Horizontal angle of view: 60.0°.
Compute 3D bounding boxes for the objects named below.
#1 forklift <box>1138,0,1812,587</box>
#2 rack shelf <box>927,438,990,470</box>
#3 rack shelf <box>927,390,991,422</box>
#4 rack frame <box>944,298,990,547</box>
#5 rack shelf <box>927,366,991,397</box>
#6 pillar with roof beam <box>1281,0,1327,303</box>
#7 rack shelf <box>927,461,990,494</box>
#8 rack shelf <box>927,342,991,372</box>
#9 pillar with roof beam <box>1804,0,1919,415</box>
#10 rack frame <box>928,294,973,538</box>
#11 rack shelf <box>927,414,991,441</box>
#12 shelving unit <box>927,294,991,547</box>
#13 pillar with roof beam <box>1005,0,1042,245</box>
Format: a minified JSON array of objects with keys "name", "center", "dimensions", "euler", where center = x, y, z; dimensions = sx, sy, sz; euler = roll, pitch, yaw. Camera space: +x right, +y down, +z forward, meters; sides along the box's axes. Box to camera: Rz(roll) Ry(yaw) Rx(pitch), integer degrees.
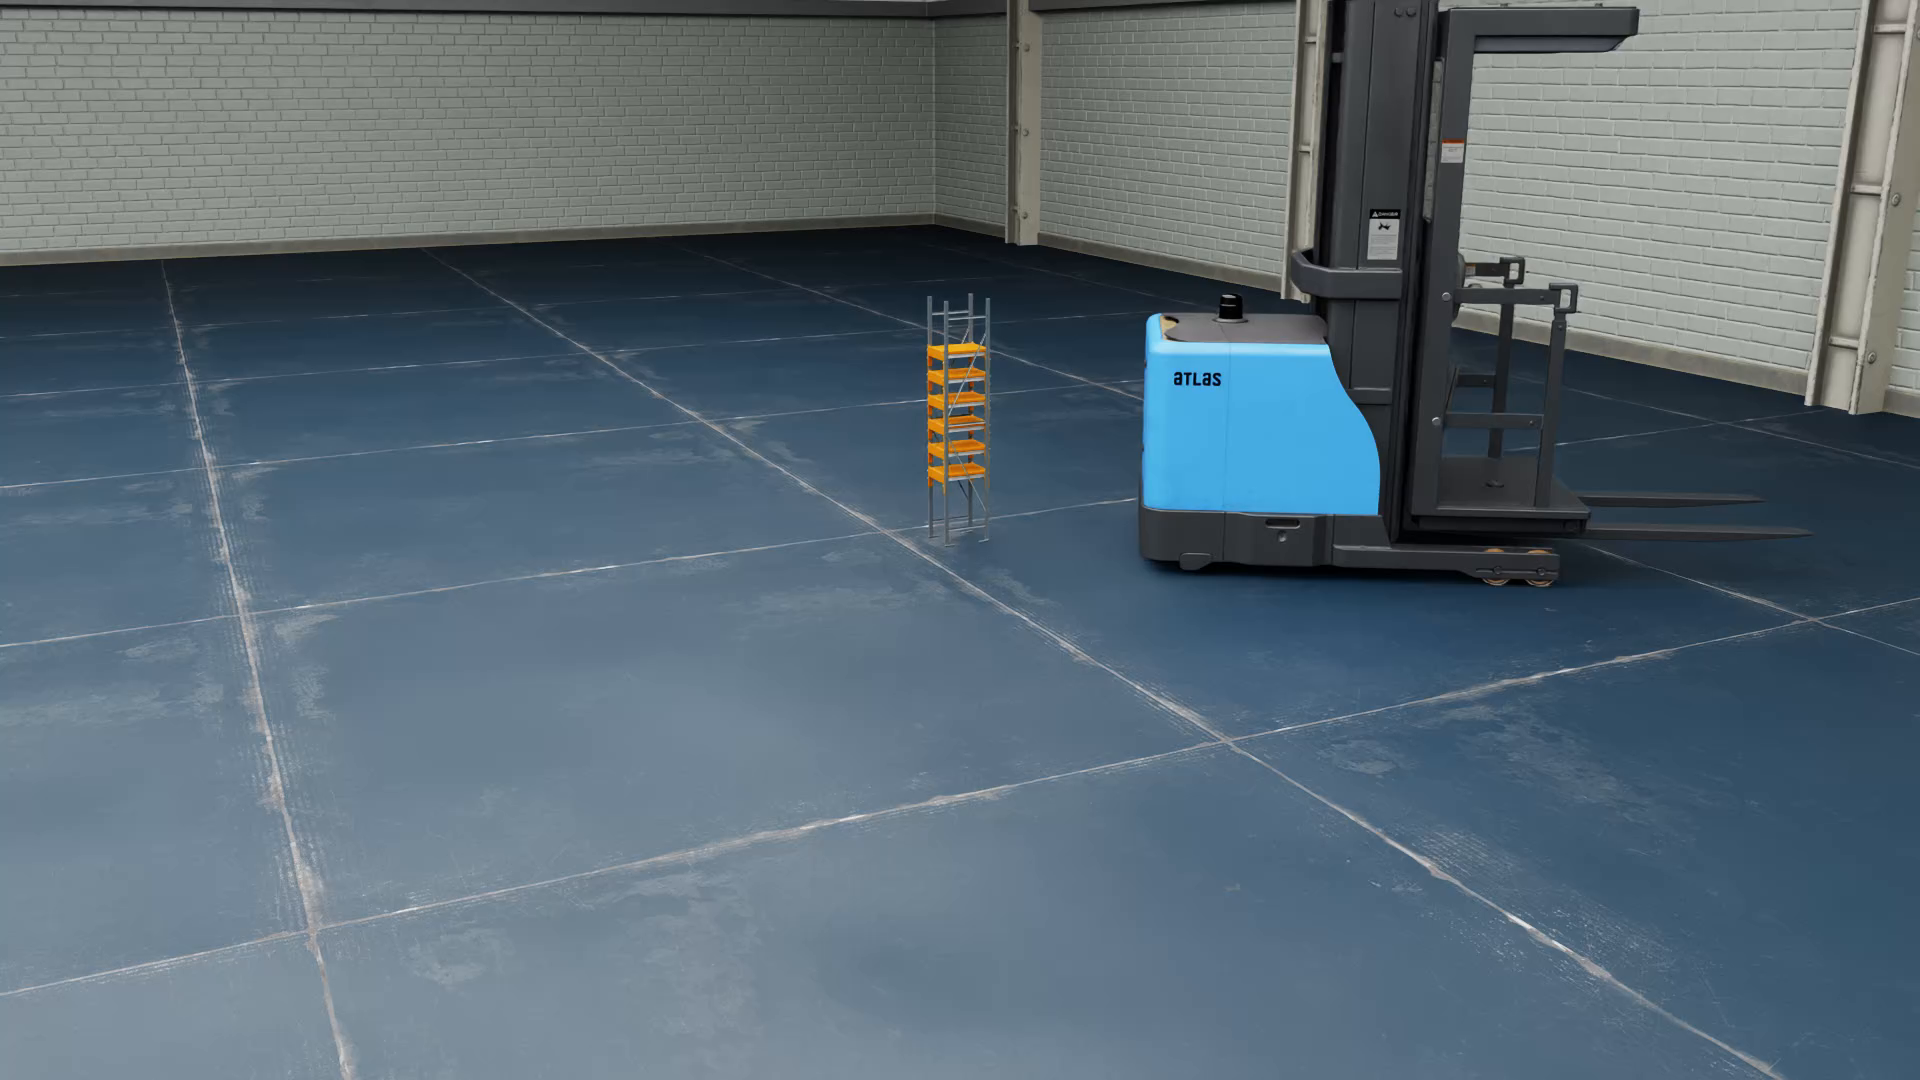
[{"name":"forklift","center":[2.388,-1.351,7.645],"dimensions":[3.031,2.935,1.130],"euler":[1,16,5]},{"name":"rack shelf","center":[-0.006,-0.422,8.143],"dimensions":[0.258,0.103,0.180],"euler":[-8,18,-25]},{"name":"rack shelf","center":[-0.006,-0.653,8.077],"dimensions":[0.258,0.103,0.180],"euler":[-8,18,-25]},{"name":"rack frame","center":[0.034,-0.558,8.019],"dimensions":[0.240,1.200,0.006],"euler":[-8,18,-25]},{"name":"rack shelf","center":[-0.006,-0.768,8.044],"dimensions":[0.258,0.103,0.180],"euler":[-8,18,-25]},{"name":"pillar with roof beam","center":[-0.426,-6.203,13.551],"dimensions":[9.100,9.000,0.400],"euler":[-8,18,-25]},{"name":"rack shelf","center":[-0.006,-0.307,8.176],"dimensions":[0.258,0.103,0.180],"euler":[-8,18,-25]},{"name":"rack shelf","center":[-0.006,-0.884,8.011],"dimensions":[0.258,0.103,0.180],"euler":[-8,18,-25]},{"name":"pillar with roof beam","center":[2.202,-4.715,8.366],"dimensions":[9.100,9.000,0.400],"euler":[-8,18,-25]},{"name":"rack frame","center":[-0.046,-0.603,8.177],"dimensions":[0.240,1.200,0.006],"euler":[-8,18,-25]},{"name":"rack shelf","center":[-0.006,-0.538,8.110],"dimensions":[0.258,0.103,0.180],"euler":[-8,18,-25]},{"name":"shelving unit","center":[-0.006,-0.580,8.098],"dimensions":[0.258,1.200,0.189],"euler":[-8,18,-25]},{"name":"pillar with roof beam","center":[-3.055,-7.690,18.735],"dimensions":[9.100,9.000,0.400],"euler":[-8,18,-25]}]
